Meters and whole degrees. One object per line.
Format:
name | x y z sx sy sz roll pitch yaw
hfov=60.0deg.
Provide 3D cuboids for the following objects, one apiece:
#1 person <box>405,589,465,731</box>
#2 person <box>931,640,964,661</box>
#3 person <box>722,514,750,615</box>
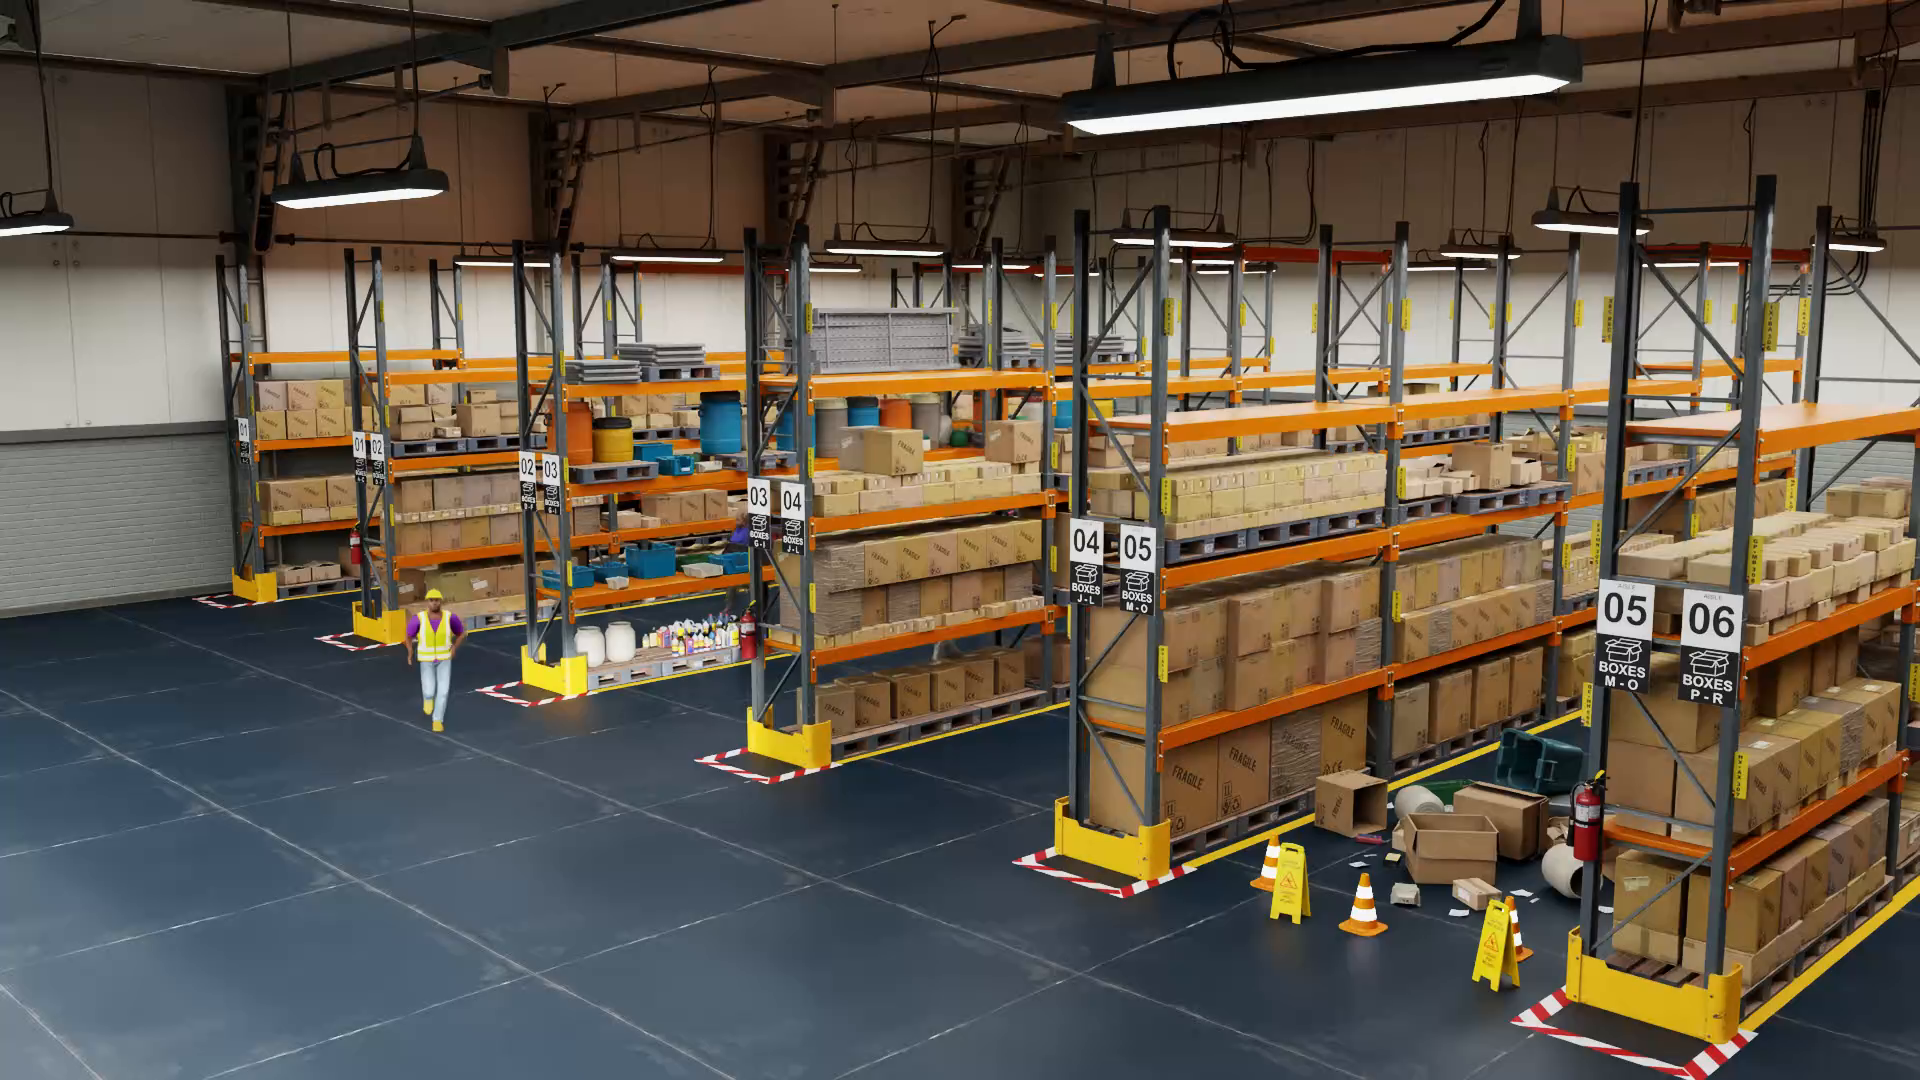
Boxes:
person | -6.410 1.452 20.352 0.703 1.726 0.594 -3 9 -19
person | -0.230 1.081 22.869 0.565 1.672 0.951 7 11 40
person | -3.579 0.383 27.186 0.583 1.629 0.905 7 11 40
